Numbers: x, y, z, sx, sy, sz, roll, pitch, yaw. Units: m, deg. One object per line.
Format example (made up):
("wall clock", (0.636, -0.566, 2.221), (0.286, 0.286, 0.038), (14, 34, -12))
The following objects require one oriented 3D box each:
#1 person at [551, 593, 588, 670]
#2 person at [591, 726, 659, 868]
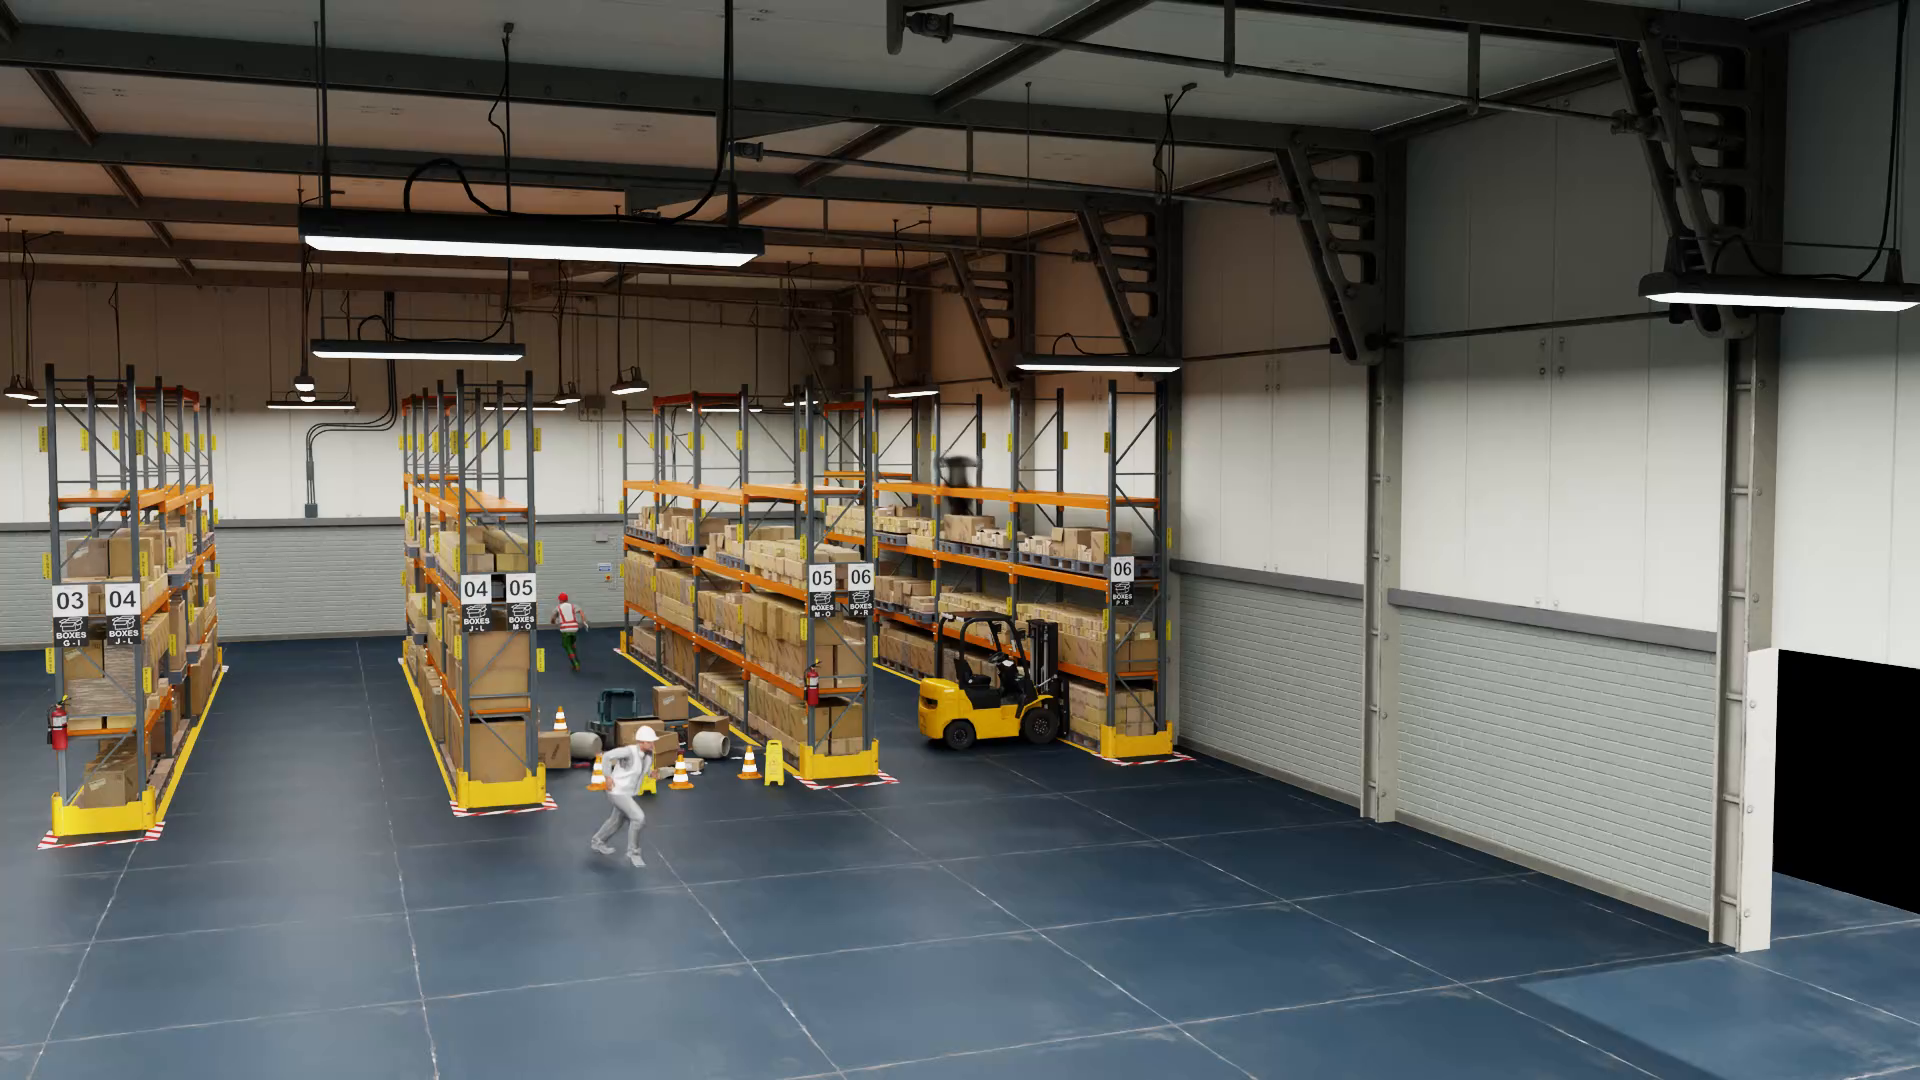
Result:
("person", (-8.671, 2.006, 36.824), (0.703, 1.647, 0.963), (-2, 4, -36))
("person", (-4.002, 3.041, 19.732), (1.012, 1.720, 0.697), (2, 4, 27))
